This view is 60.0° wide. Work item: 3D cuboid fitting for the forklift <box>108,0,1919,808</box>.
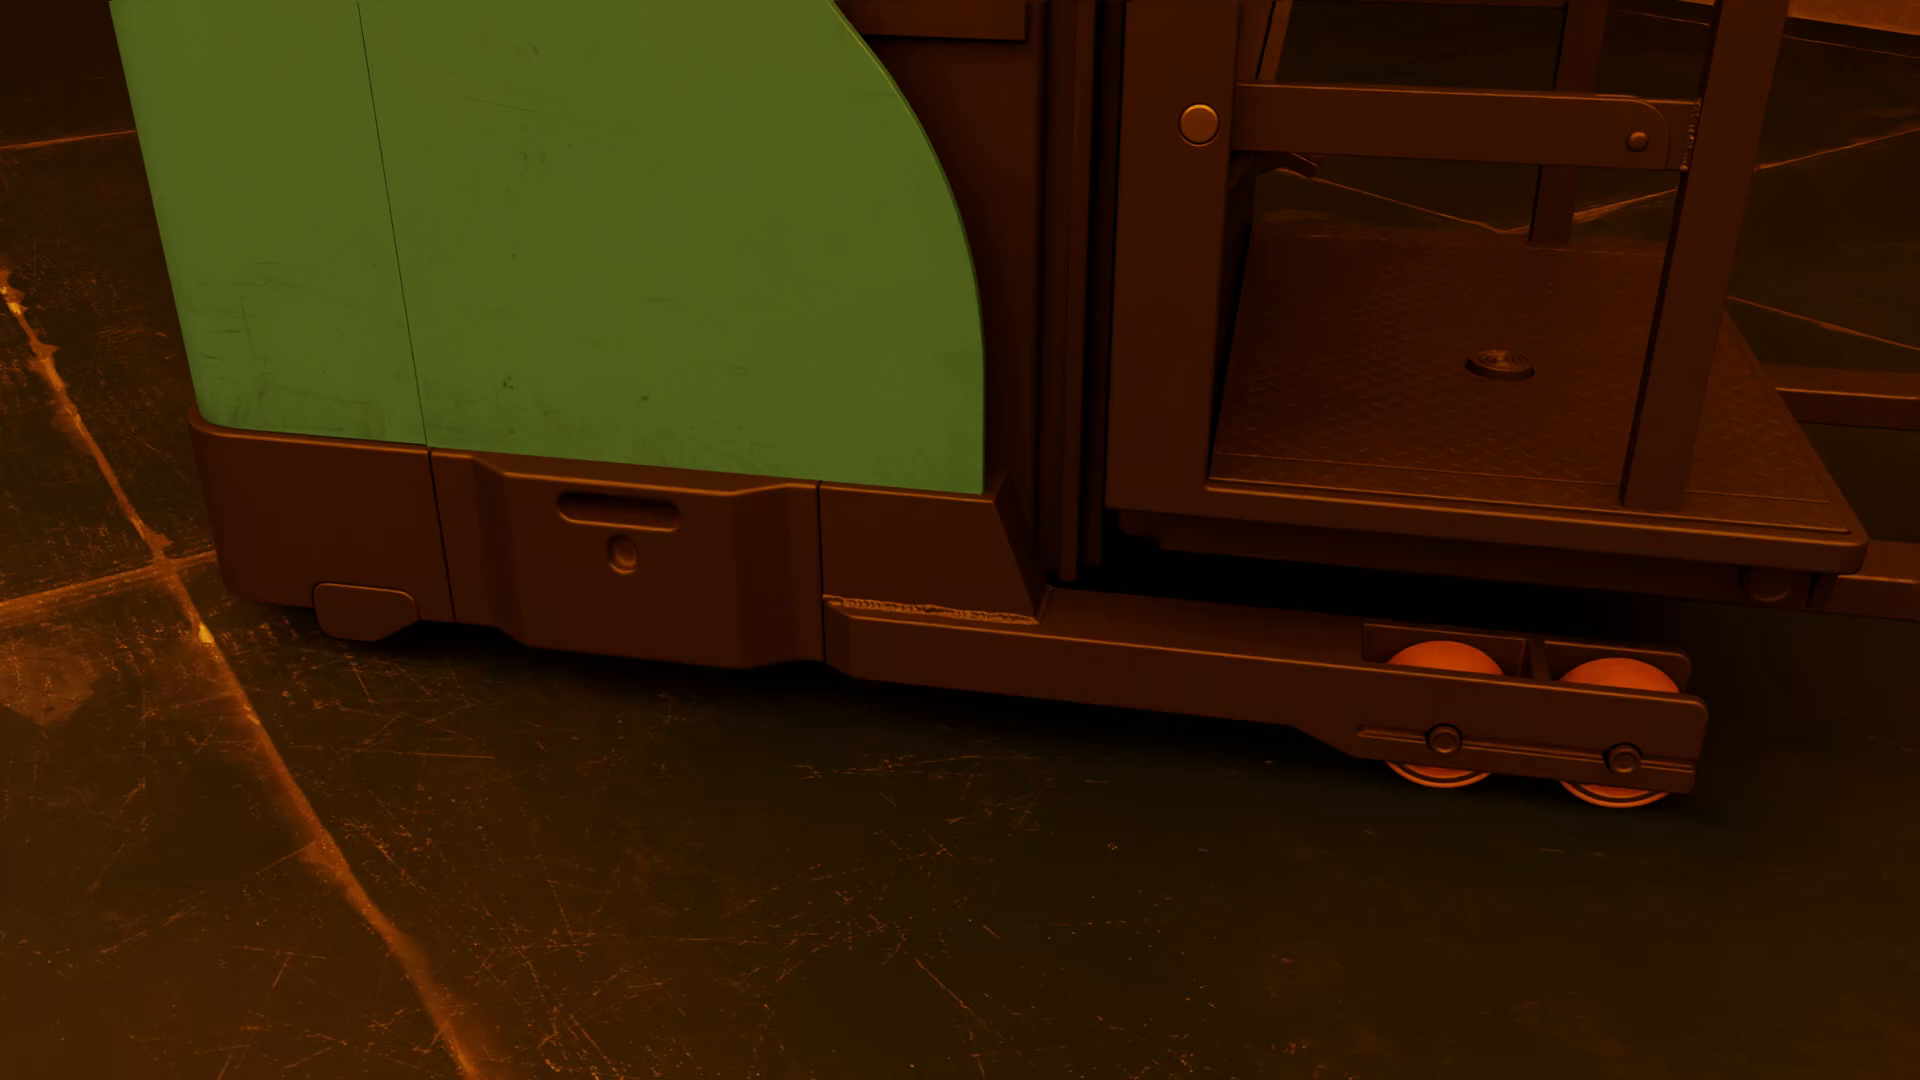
[{"bbox_3d":[0.573,-1.266,1.755,3.031,2.935,1.130,5,27,10],"label":"forklift"}]
